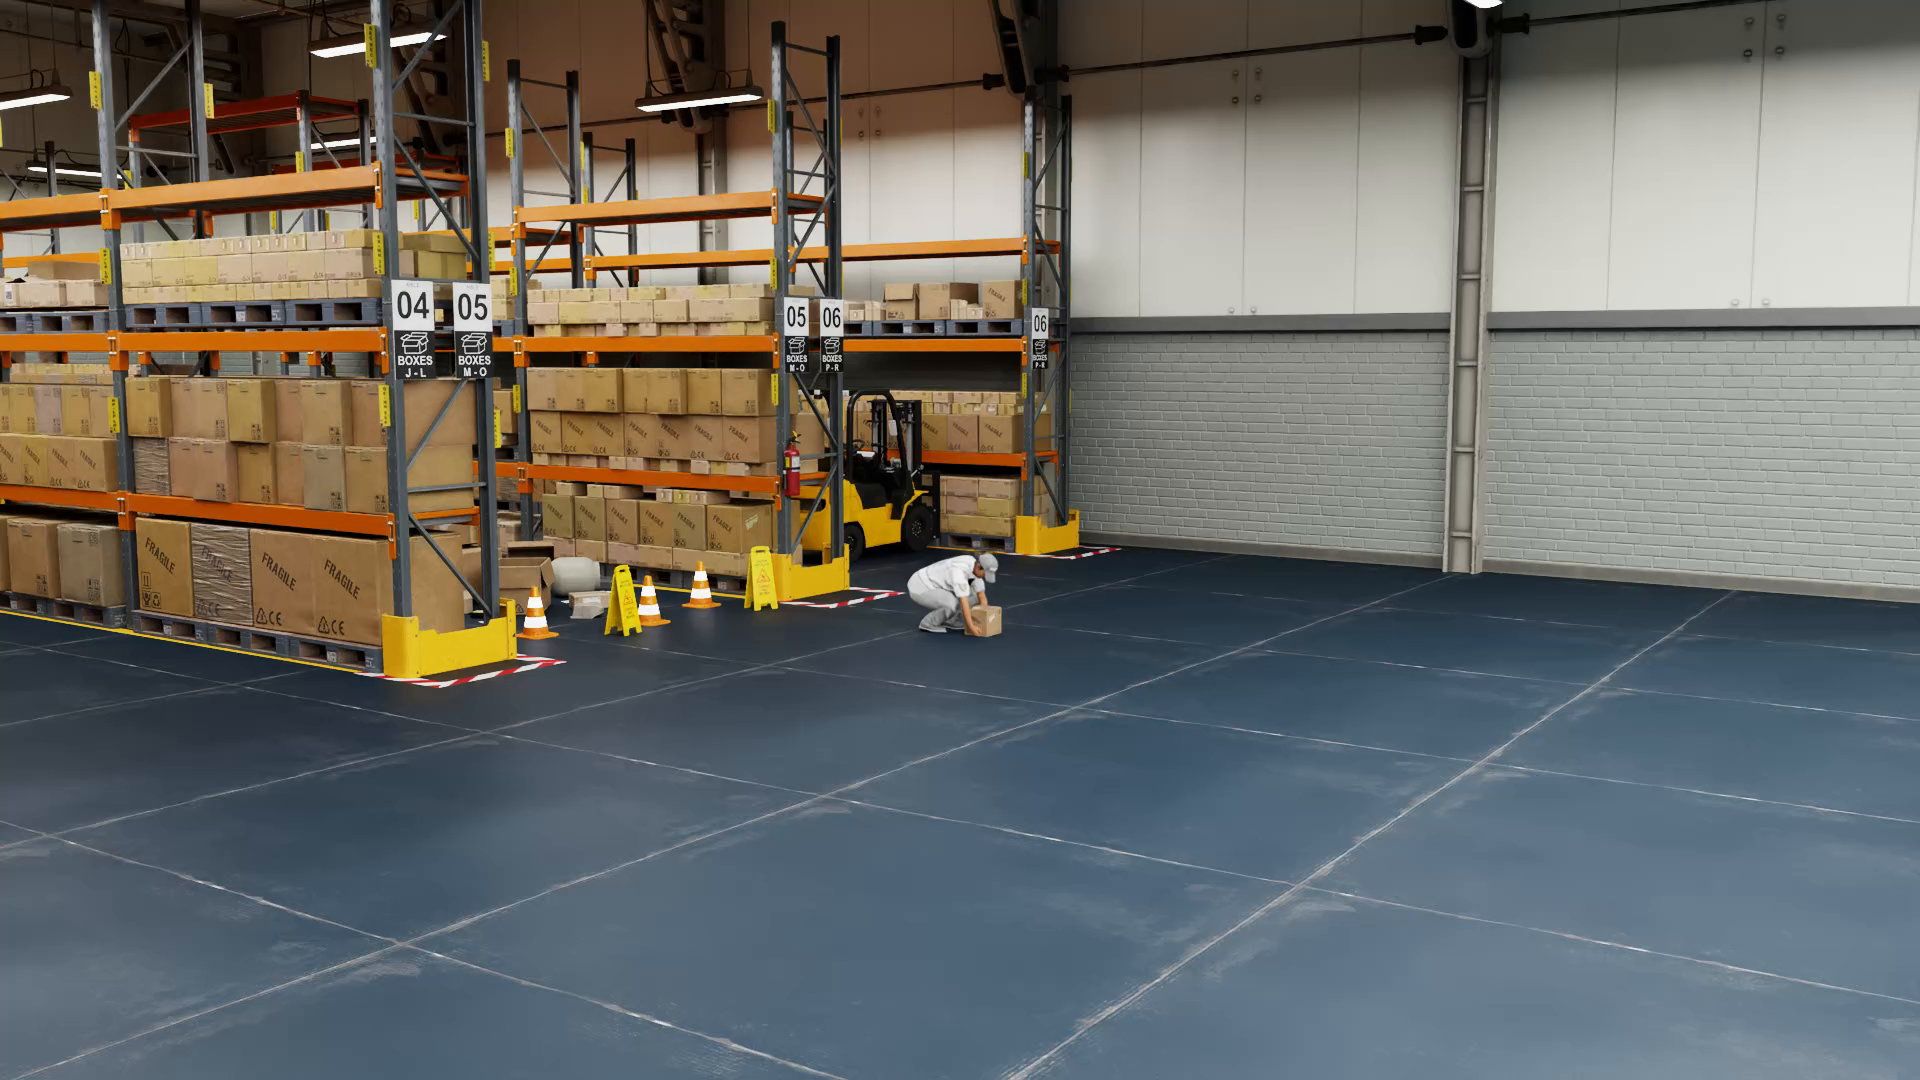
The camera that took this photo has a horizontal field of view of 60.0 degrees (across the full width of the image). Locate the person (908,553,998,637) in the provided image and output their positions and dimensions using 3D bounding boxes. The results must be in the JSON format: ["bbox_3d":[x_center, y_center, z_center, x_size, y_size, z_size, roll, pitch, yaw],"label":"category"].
[{"bbox_3d":[-0.047,0.512,15.716,0.860,0.808,0.514,4,8,33],"label":"person"}]
